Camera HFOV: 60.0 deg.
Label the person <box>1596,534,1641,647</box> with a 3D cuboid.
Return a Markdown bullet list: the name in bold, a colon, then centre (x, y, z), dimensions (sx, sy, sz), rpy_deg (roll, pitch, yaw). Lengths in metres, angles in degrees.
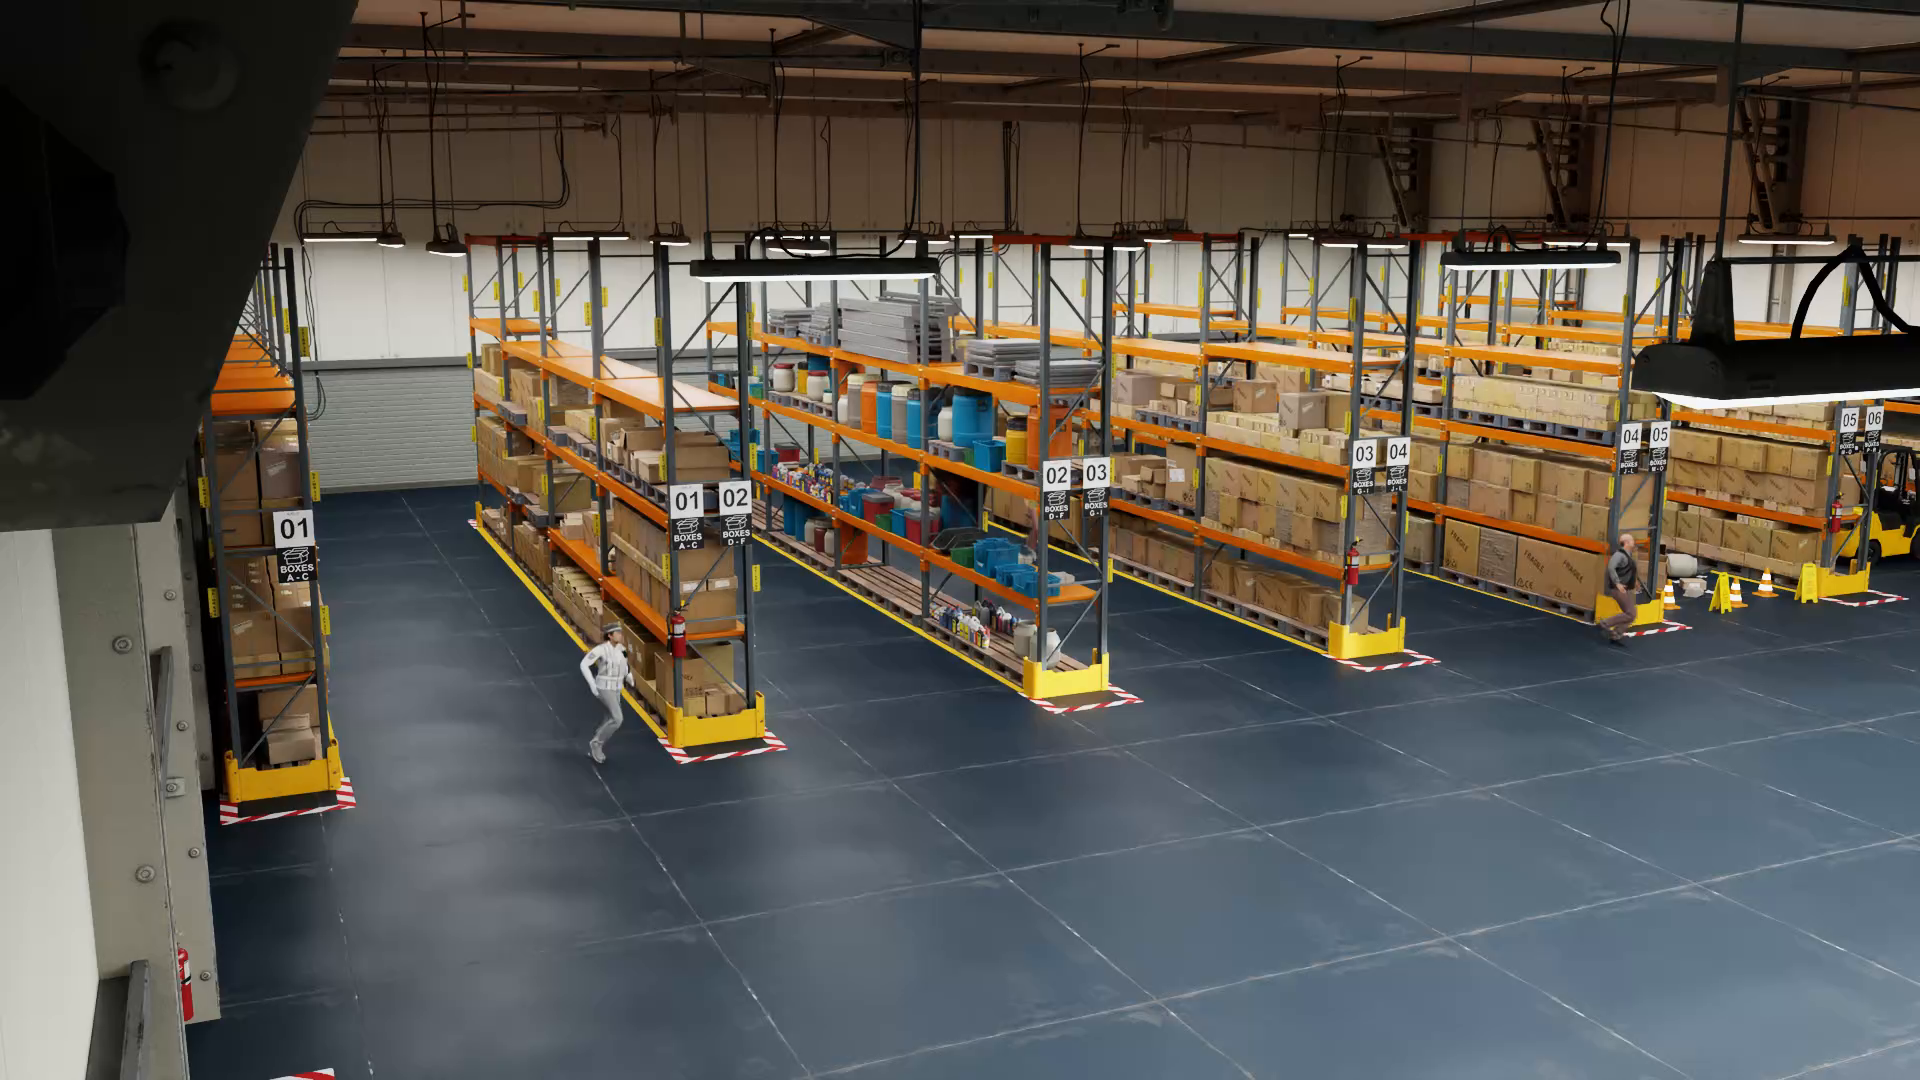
- **person**: centre (9.930, 0.739, 24.992), dimensions (0.538, 1.673, 0.695), rpy_deg (6, 13, 30)

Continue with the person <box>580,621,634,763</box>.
- **person**: centre (-4.111, 1.777, 19.635), dimensions (0.573, 1.635, 0.630), rpy_deg (6, 12, 27)

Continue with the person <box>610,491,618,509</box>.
- **person**: centre (-7.289, -1.129, 34.364), dimensions (0.655, 1.829, 0.730), rpy_deg (-7, 13, -31)

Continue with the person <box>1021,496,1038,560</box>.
- **person**: centre (1.398, -0.529, 30.460), dimensions (0.555, 1.737, 0.701), rpy_deg (-7, 13, -31)
